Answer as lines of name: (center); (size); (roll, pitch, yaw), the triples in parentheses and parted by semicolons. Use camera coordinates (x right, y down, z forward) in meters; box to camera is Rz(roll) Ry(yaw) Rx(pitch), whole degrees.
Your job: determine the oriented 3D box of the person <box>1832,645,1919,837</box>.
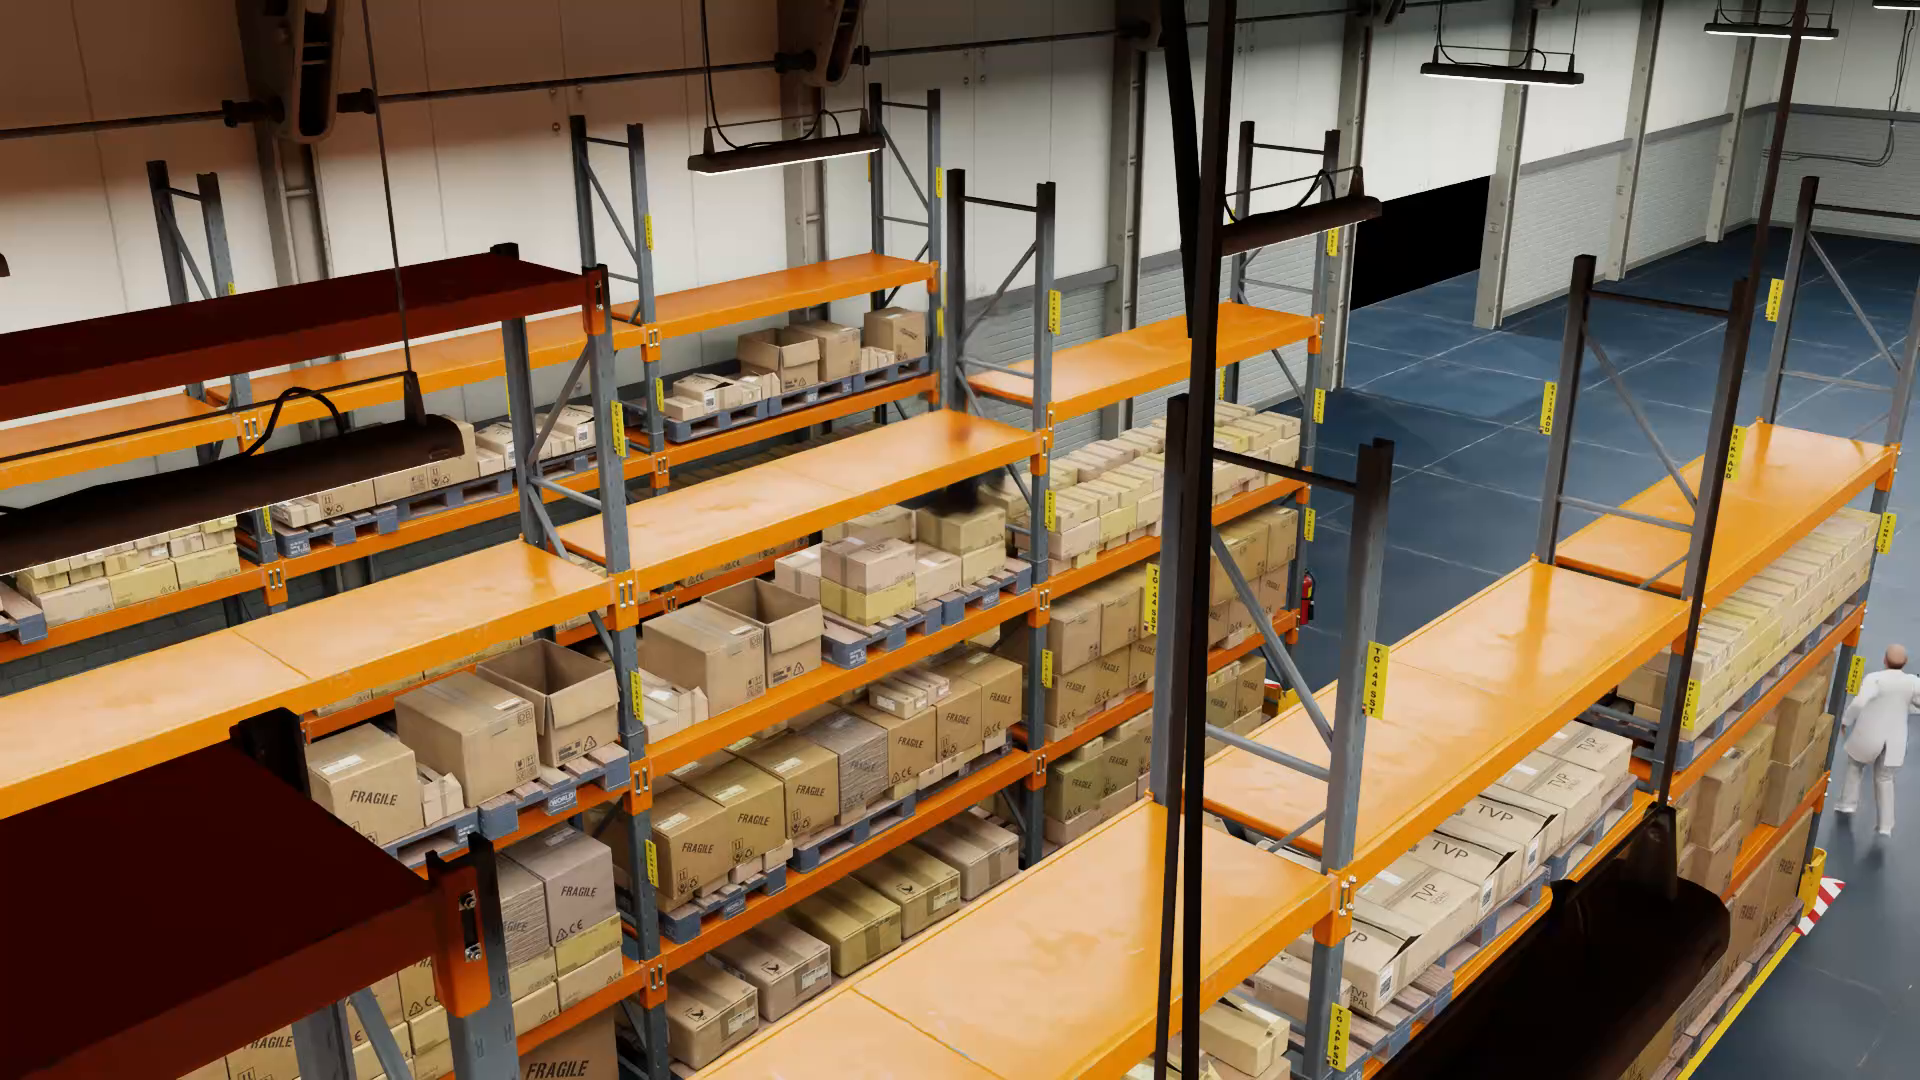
person: (8.230, 1.808, 14.904); (0.738, 1.840, 0.897); (4, 22, 11)
